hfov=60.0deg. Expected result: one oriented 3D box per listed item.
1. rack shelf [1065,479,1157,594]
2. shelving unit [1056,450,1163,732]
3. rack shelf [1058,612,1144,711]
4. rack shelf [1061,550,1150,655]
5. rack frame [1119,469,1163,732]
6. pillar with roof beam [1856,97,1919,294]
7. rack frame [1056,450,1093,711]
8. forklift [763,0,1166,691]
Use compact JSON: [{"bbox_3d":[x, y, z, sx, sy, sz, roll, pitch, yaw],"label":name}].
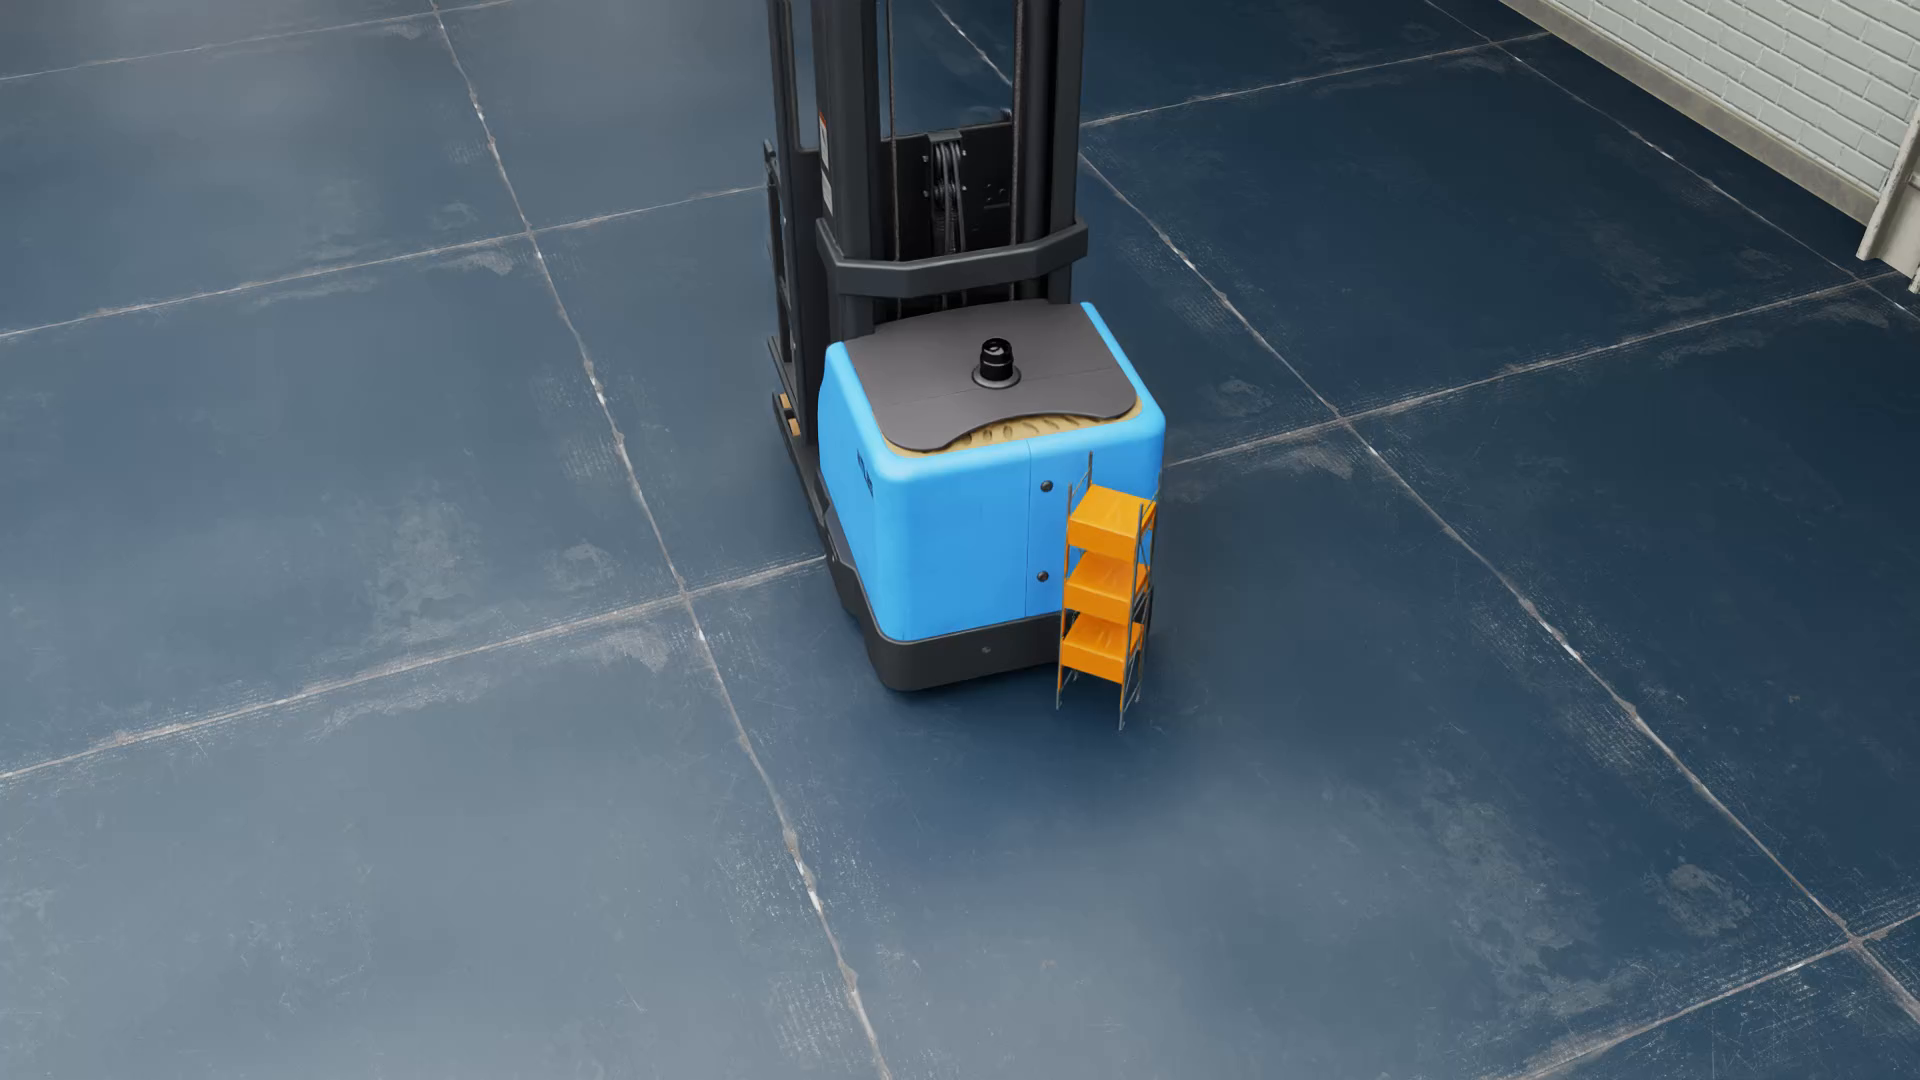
[{"bbox_3d":[0.504,-0.013,5.541,0.240,0.259,0.215,17,43,19],"label":"rack shelf"},{"bbox_3d":[0.504,0.194,5.719,0.252,1.050,0.215,17,43,19],"label":"shelving unit"},{"bbox_3d":[0.504,0.413,5.907,0.240,0.259,0.215,17,43,19],"label":"rack shelf"},{"bbox_3d":[0.504,0.202,5.726,0.240,0.259,0.215,17,43,19],"label":"rack shelf"},{"bbox_3d":[0.615,0.228,5.680,0.008,1.050,0.200,17,43,19],"label":"rack frame"},{"bbox_3d":[0.777,-3.701,4.152,9.100,9.000,0.400,-15,43,-17],"label":"pillar with roof beam"},{"bbox_3d":[0.393,0.161,5.758,0.008,1.050,0.200,17,43,19],"label":"rack frame"},{"bbox_3d":[-0.189,-1.536,6.289,1.130,2.935,3.031,-11,42,-12],"label":"forklift"}]
